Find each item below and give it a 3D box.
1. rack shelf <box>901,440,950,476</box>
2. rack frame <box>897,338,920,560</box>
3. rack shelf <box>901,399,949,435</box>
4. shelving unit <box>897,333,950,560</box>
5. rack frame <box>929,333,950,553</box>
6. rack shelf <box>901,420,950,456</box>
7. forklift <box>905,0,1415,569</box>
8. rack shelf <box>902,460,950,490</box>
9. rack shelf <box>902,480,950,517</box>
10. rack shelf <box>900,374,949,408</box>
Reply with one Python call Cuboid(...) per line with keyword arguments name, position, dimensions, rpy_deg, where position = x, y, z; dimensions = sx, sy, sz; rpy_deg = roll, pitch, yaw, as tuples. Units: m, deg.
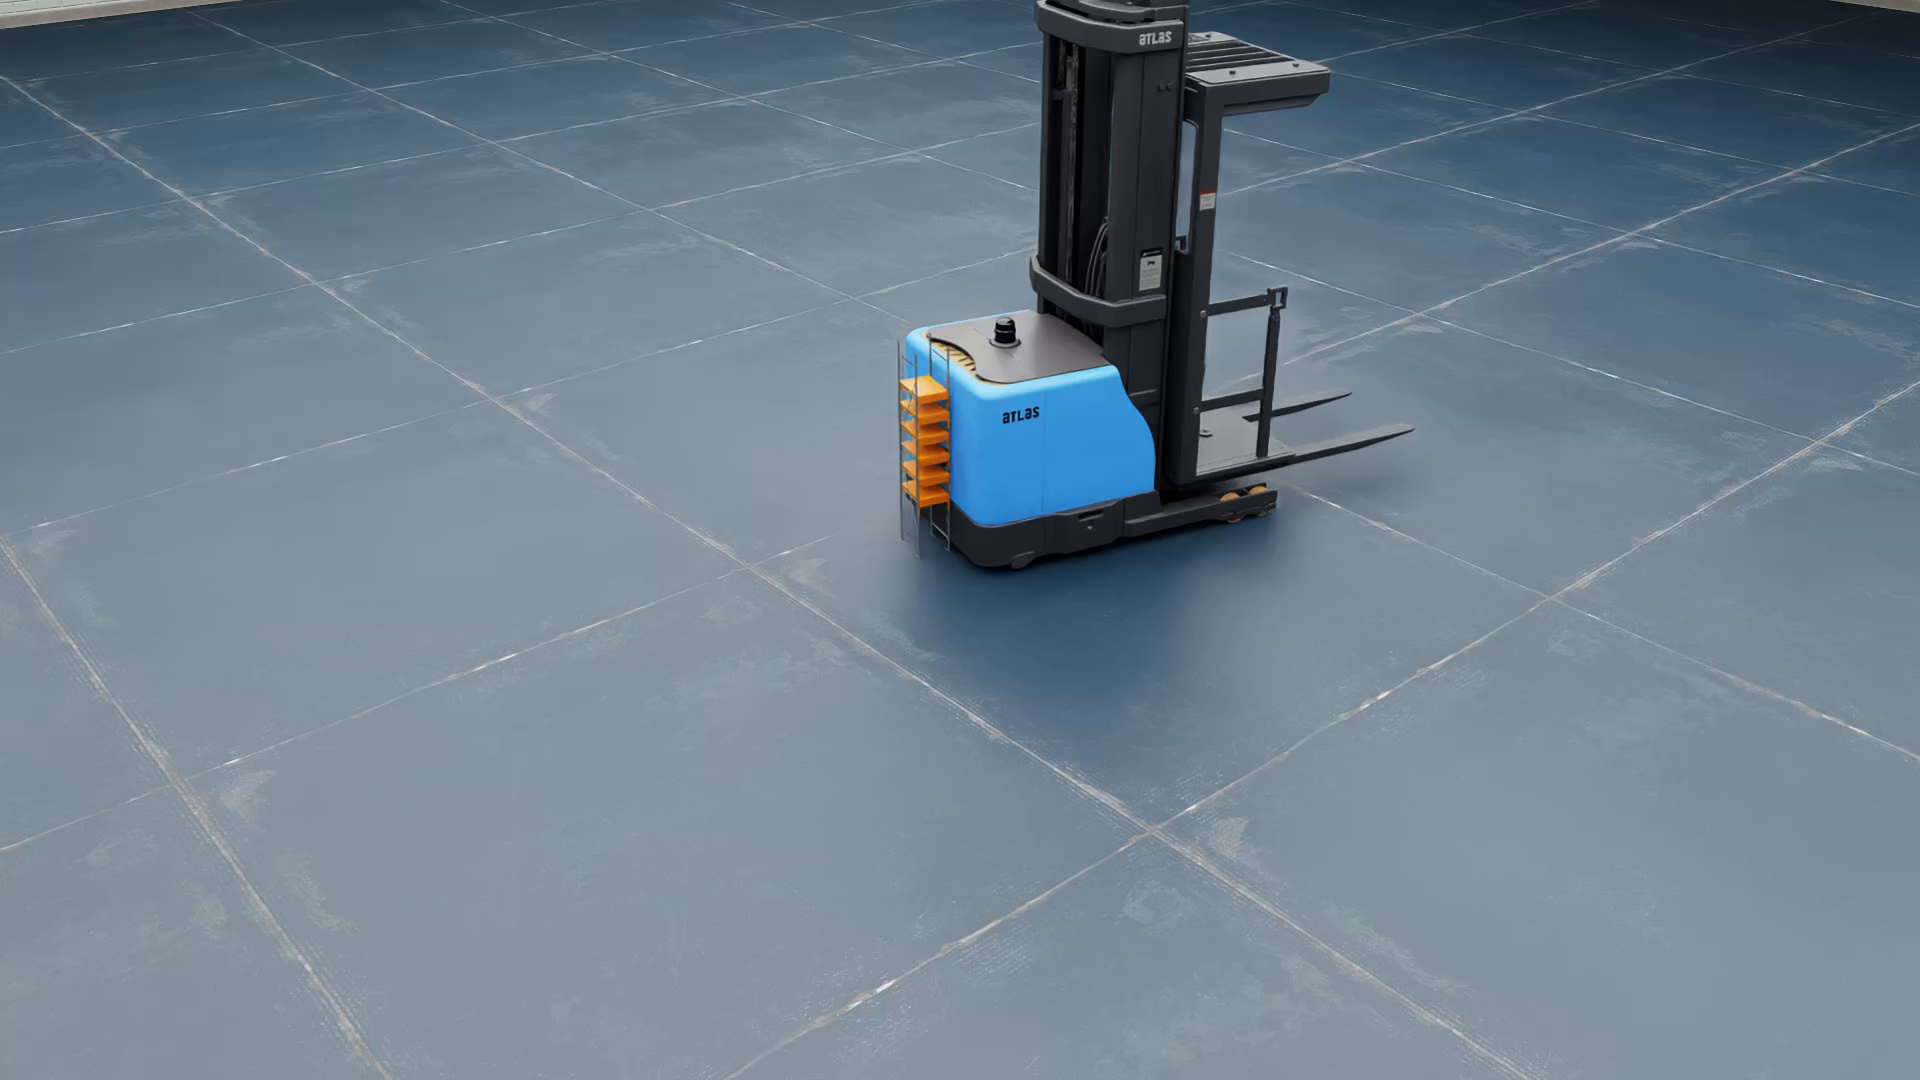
Cuboid(name="rack shelf", position=(-0.192, -0.453, 8.918), dimensions=(0.180, 0.103, 0.258), rpy_deg=(-13, 31, -23))
Cuboid(name="rack frame", position=(-0.274, -0.473, 8.862), dimensions=(0.006, 1.200, 0.240), rpy_deg=(-13, 31, -23))
Cuboid(name="rack shelf", position=(-0.192, -0.664, 8.805), dimensions=(0.180, 0.103, 0.258), rpy_deg=(-13, 31, -23))
Cuboid(name="shelving unit", position=(-0.192, -0.492, 8.897), dimensions=(0.189, 1.200, 0.258), rpy_deg=(-13, 31, -23))
Cuboid(name="rack frame", position=(-0.110, -0.511, 8.932), dimensions=(0.006, 1.200, 0.240), rpy_deg=(-13, 31, -23))
Cuboid(name="rack shelf", position=(-0.192, -0.558, 8.862), dimensions=(0.180, 0.103, 0.258), rpy_deg=(-13, 31, -23))
Cuboid(name="forklift", position=(1.244, -1.601, 9.136), dimensions=(3.031, 2.935, 1.130), rpy_deg=(-13, 31, -23))
Cuboid(name="rack shelf", position=(-0.192, -0.347, 8.975), dimensions=(0.180, 0.103, 0.258), rpy_deg=(-13, 31, -23))
Cuboid(name="rack shelf", position=(-0.192, -0.241, 9.031), dimensions=(0.180, 0.103, 0.258), rpy_deg=(-13, 31, -23))
Cuboid(name="rack shelf", position=(-0.192, -0.770, 8.748), dimensions=(0.180, 0.103, 0.258), rpy_deg=(-13, 31, -23))
